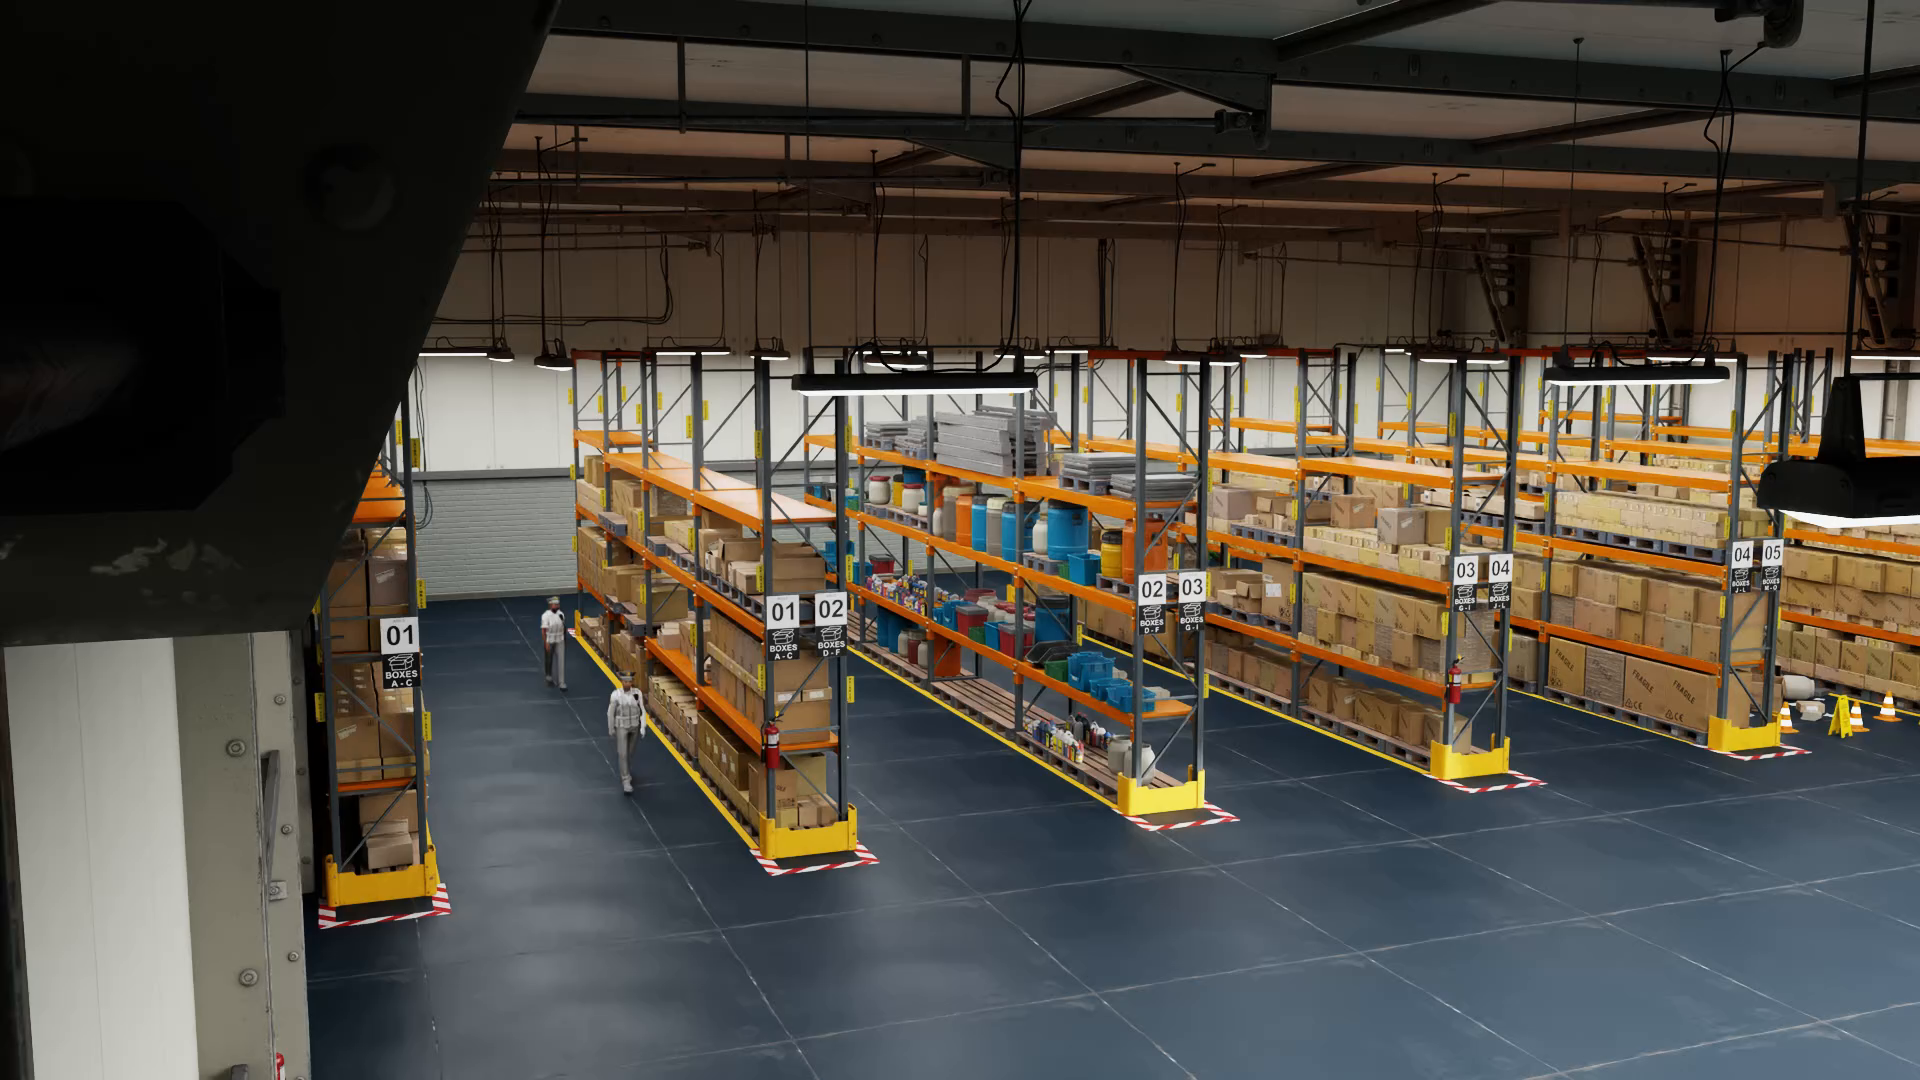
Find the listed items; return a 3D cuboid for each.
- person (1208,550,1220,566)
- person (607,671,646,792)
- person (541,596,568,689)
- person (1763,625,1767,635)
[{"bbox_3d":[6.613,0.014,43.828,1.046,1.751,0.536,-4,8,-31],"label":"person"},{"bbox_3d":[-4.614,2.622,23.207,0.497,1.628,0.941,-5,8,-32],"label":"person"},{"bbox_3d":[-7.278,1.809,29.787,0.446,1.626,1.051,-3,8,-22],"label":"person"},{"bbox_3d":[16.513,1.195,34.301,0.508,1.806,0.542,-4,8,-30],"label":"person"}]
